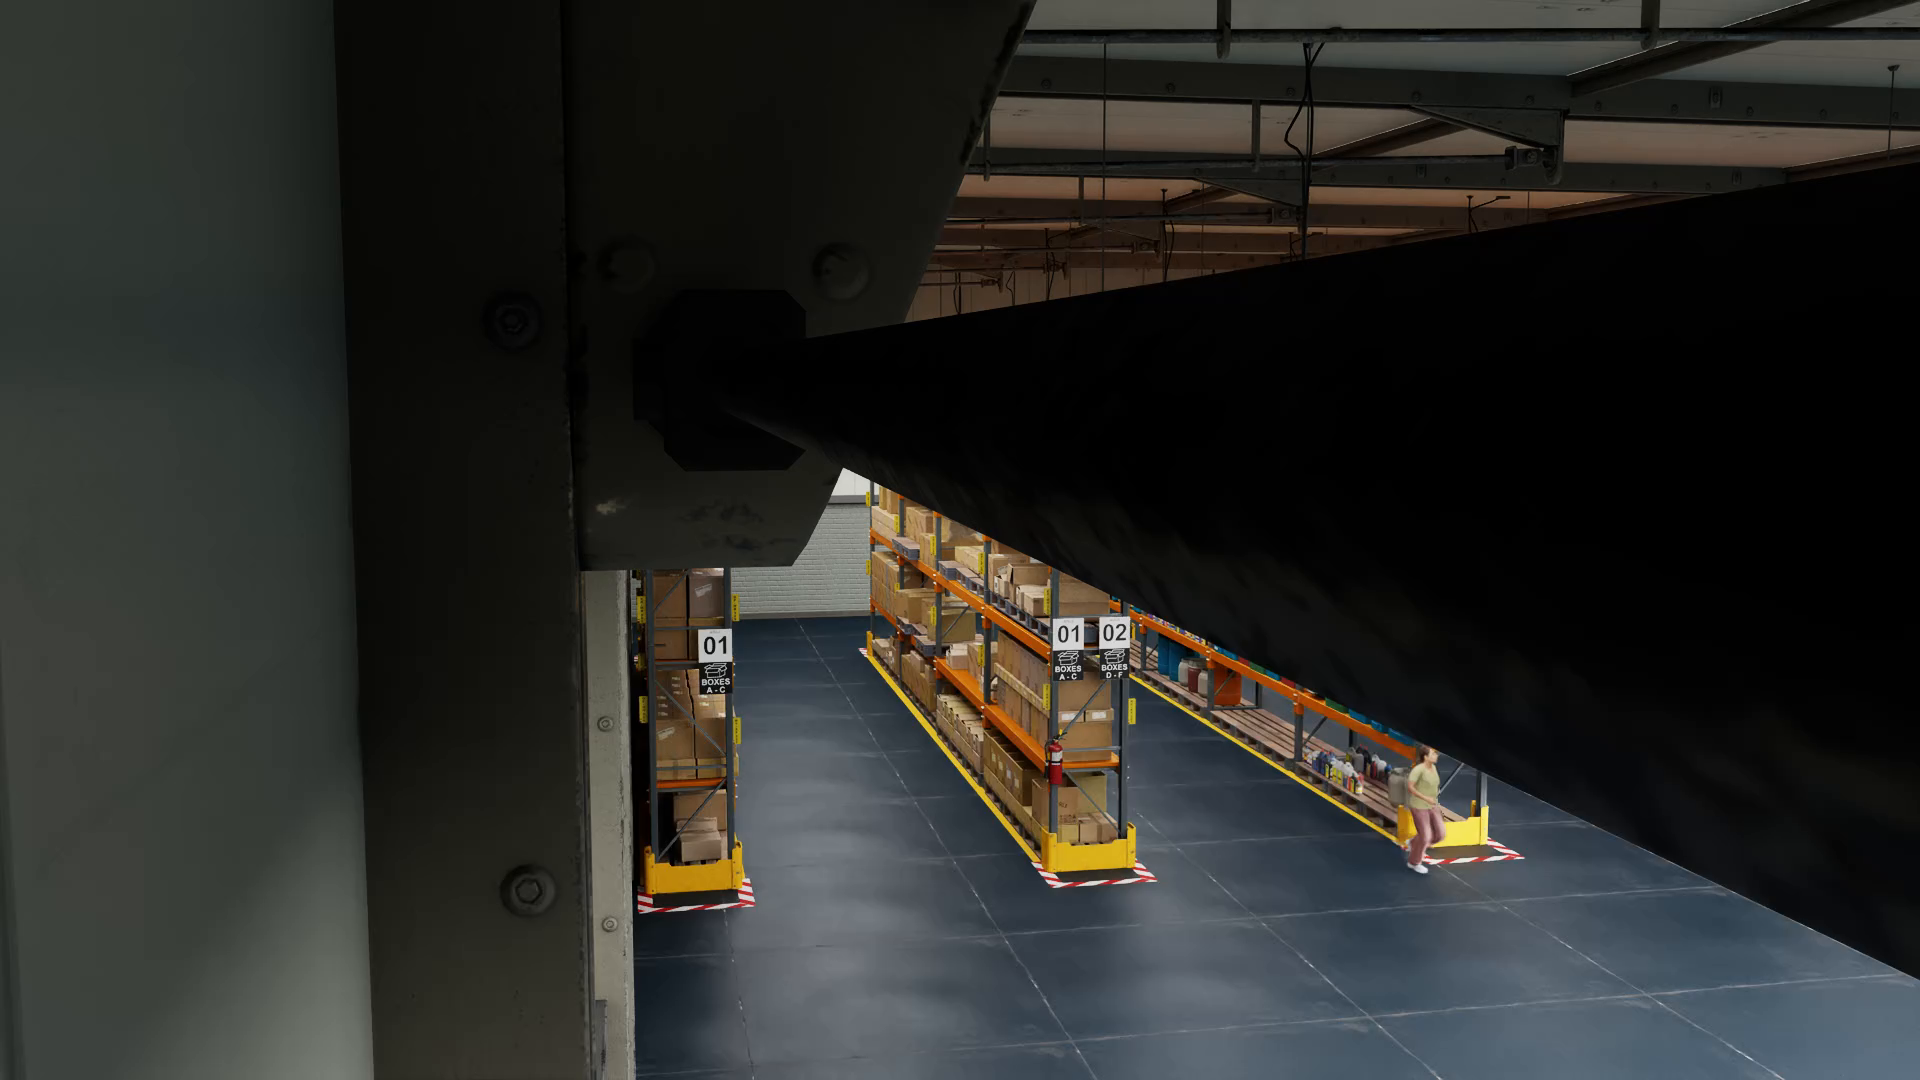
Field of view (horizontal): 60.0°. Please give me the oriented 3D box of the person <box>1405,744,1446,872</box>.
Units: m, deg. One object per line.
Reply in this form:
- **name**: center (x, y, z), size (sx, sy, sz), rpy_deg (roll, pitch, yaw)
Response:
- **person**: center (5.842, 3.365, 20.868), size (0.598, 1.619, 0.541), rpy_deg (-5, 8, -40)
